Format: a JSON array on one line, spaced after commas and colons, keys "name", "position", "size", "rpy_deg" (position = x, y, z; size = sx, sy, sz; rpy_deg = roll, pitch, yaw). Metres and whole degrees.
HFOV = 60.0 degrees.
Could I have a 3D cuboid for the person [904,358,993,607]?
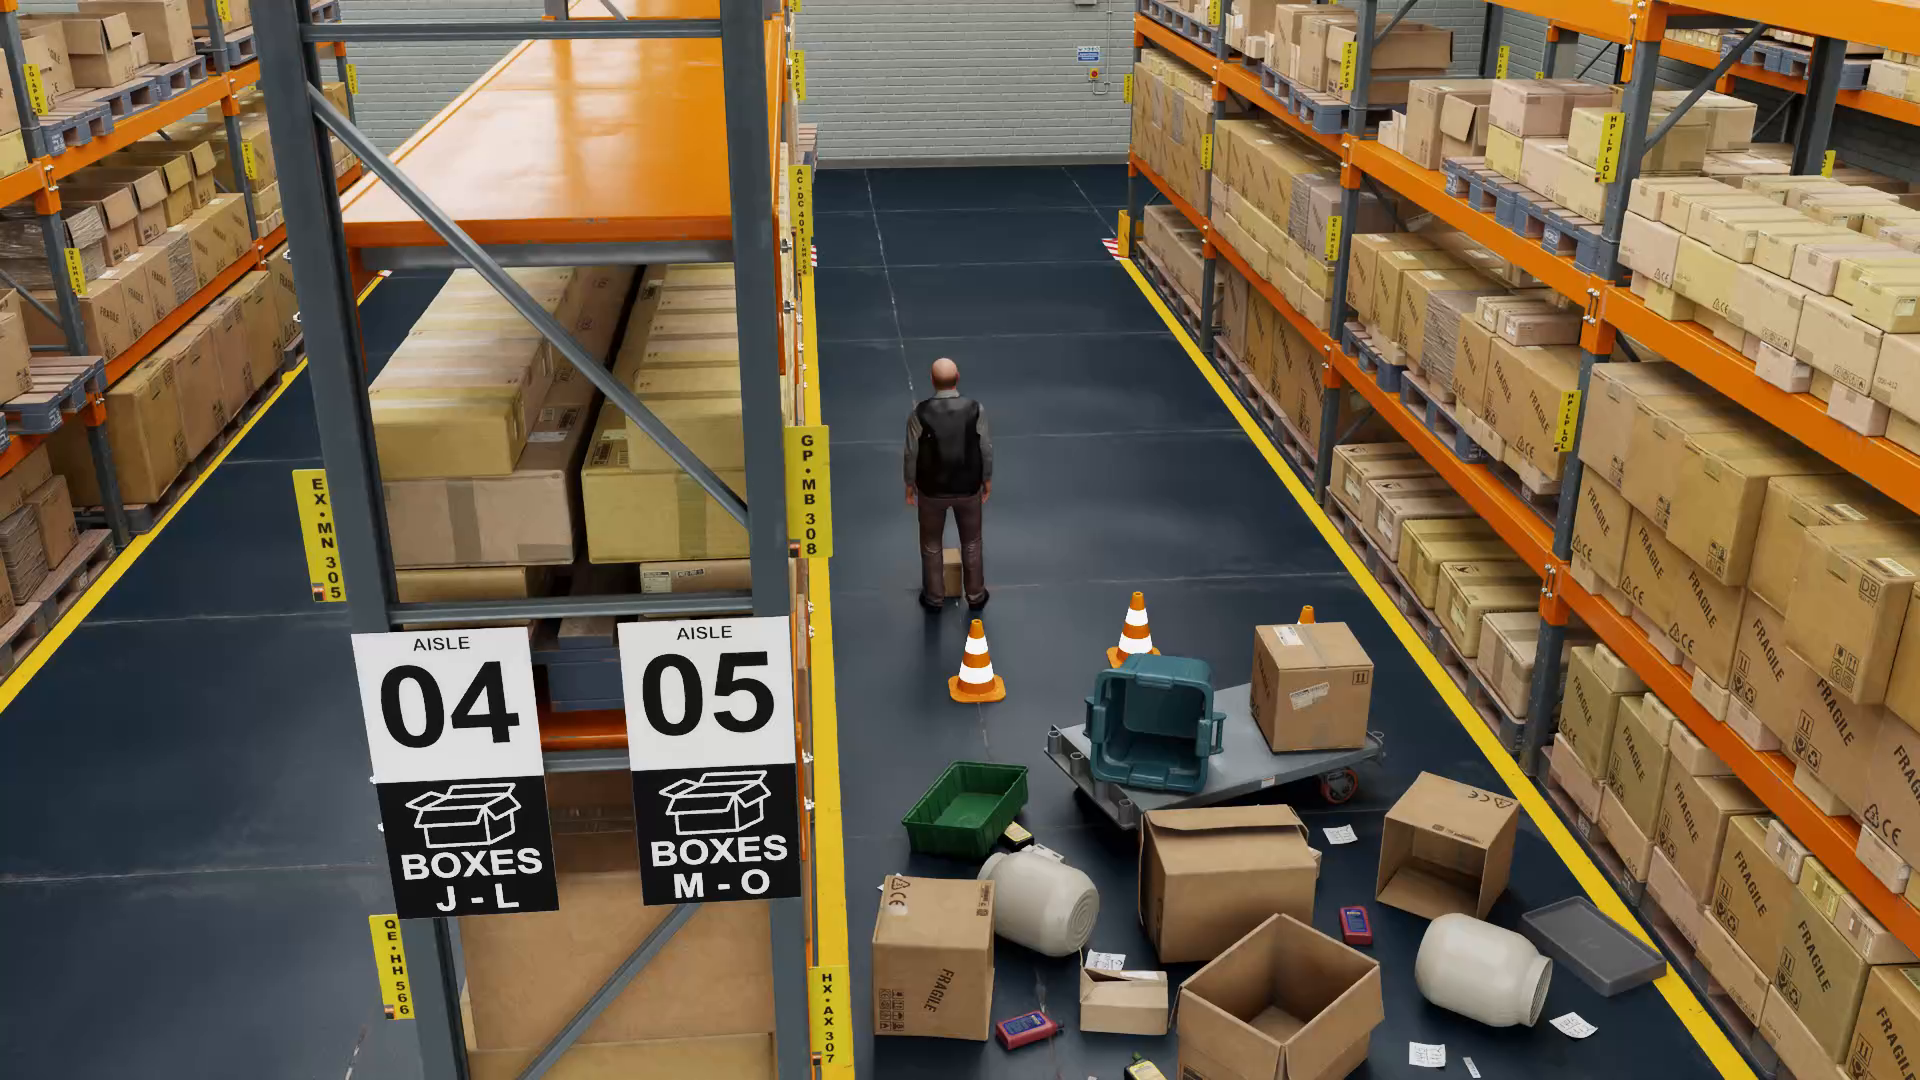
[{"name": "person", "position": [-0.073, -0.362, 10.889], "size": [0.587, 1.664, 0.412], "rpy_deg": [-3, 24, -6]}]
